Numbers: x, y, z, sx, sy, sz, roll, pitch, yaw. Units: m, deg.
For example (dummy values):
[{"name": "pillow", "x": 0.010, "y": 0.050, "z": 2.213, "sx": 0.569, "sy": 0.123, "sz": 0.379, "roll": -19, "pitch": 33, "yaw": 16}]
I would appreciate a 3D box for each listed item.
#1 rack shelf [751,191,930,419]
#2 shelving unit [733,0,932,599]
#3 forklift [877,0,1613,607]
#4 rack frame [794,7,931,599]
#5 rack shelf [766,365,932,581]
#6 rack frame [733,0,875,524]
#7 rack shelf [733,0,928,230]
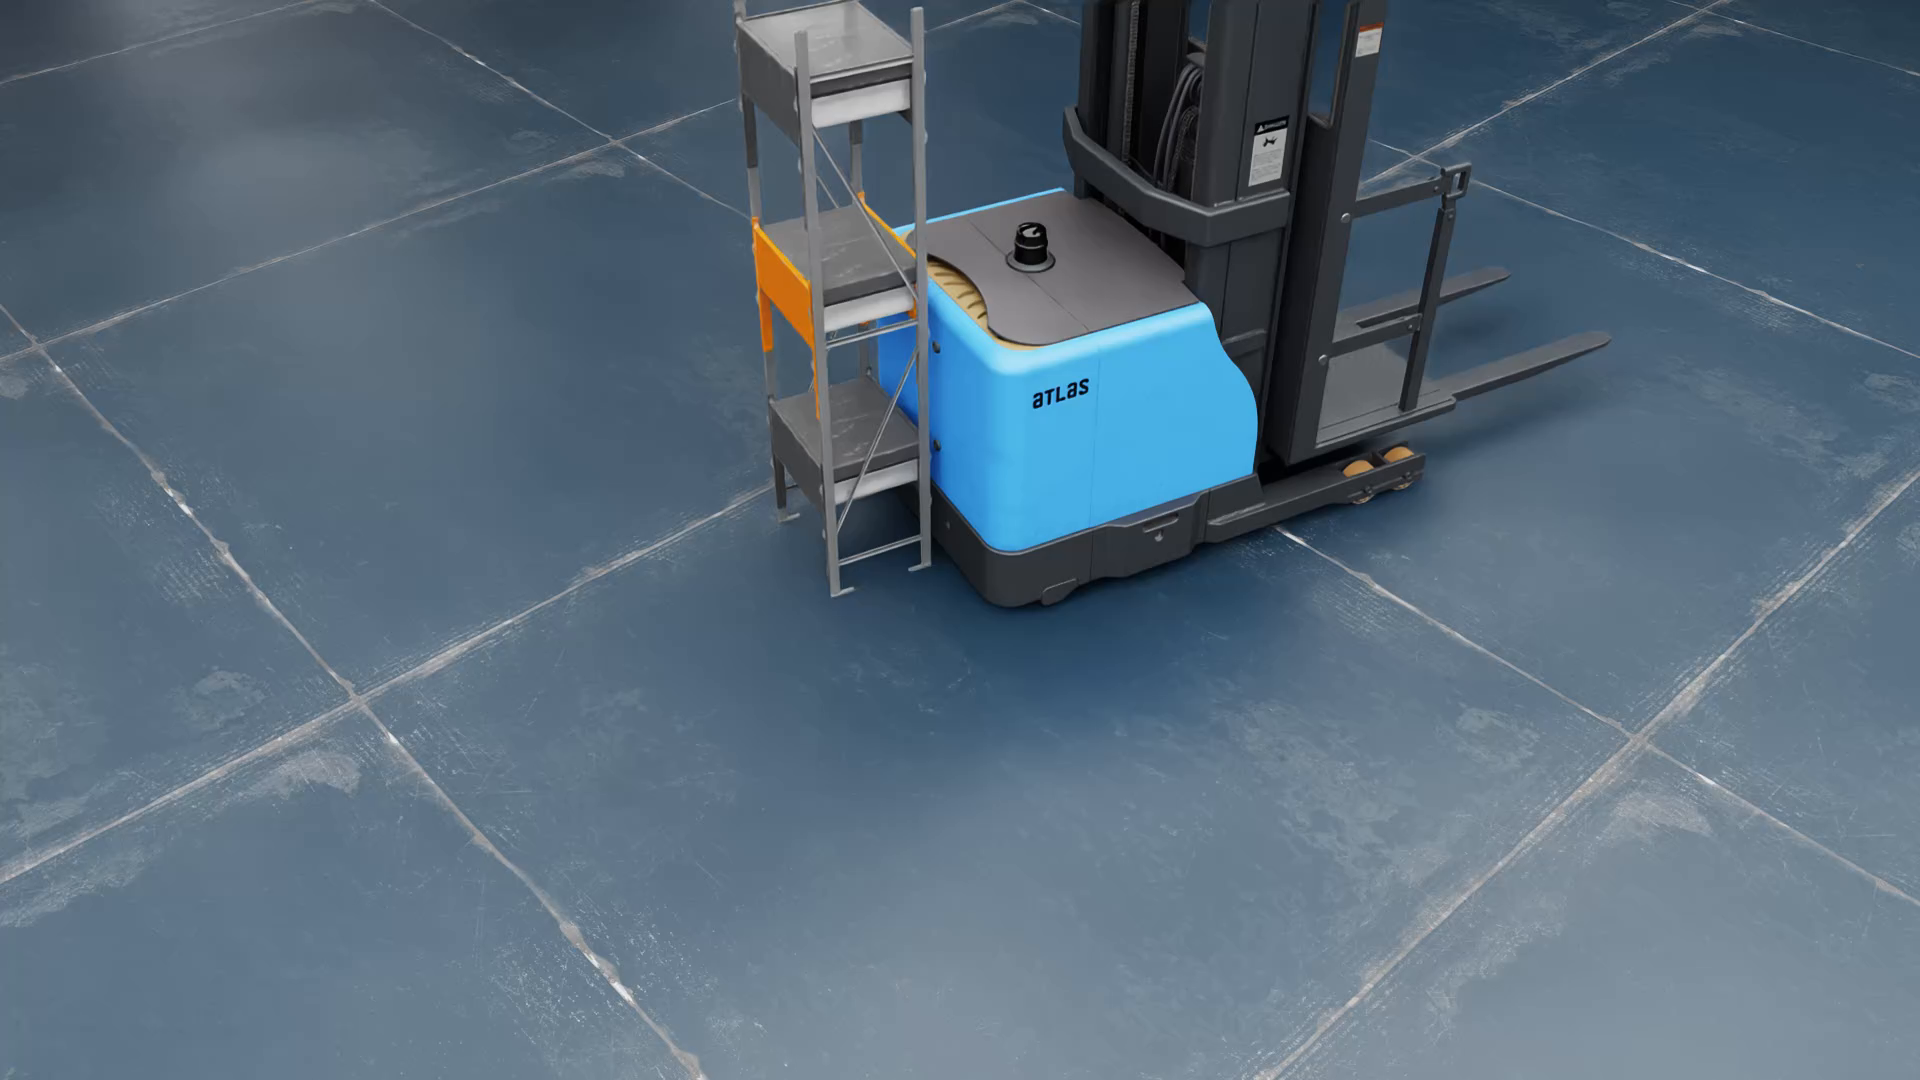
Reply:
[{"name": "rack shelf", "x": -0.399, "y": -0.793, "z": 5.583, "sx": 0.431, "sy": 0.518, "sz": 0.480, "roll": -18, "pitch": 42, "yaw": -21}, {"name": "shelving unit", "x": -0.399, "y": -0.804, "z": 5.574, "sx": 0.431, "sy": 2.100, "sz": 0.503, "roll": -18, "pitch": 42, "yaw": -21}, {"name": "forklift", "x": 1.230, "y": -1.557, "z": 5.845, "sx": 3.031, "sy": 2.935, "sz": 1.130, "roll": -18, "pitch": 42, "yaw": -21}, {"name": "rack frame", "x": -0.287, "y": -0.668, "z": 5.406, "sx": 0.400, "sy": 2.100, "sz": 0.015, "roll": -18, "pitch": 42, "yaw": -21}, {"name": "rack shelf", "x": -0.399, "y": -0.249, "z": 6.023, "sx": 0.431, "sy": 0.518, "sz": 0.480, "roll": -18, "pitch": 42, "yaw": -21}, {"name": "rack frame", "x": -0.512, "y": -0.940, "z": 5.743, "sx": 0.400, "sy": 2.100, "sz": 0.015, "roll": -18, "pitch": 42, "yaw": -21}, {"name": "rack shelf", "x": -0.399, "y": -1.338, "z": 5.143, "sx": 0.431, "sy": 0.518, "sz": 0.480, "roll": -18, "pitch": 42, "yaw": -21}]
